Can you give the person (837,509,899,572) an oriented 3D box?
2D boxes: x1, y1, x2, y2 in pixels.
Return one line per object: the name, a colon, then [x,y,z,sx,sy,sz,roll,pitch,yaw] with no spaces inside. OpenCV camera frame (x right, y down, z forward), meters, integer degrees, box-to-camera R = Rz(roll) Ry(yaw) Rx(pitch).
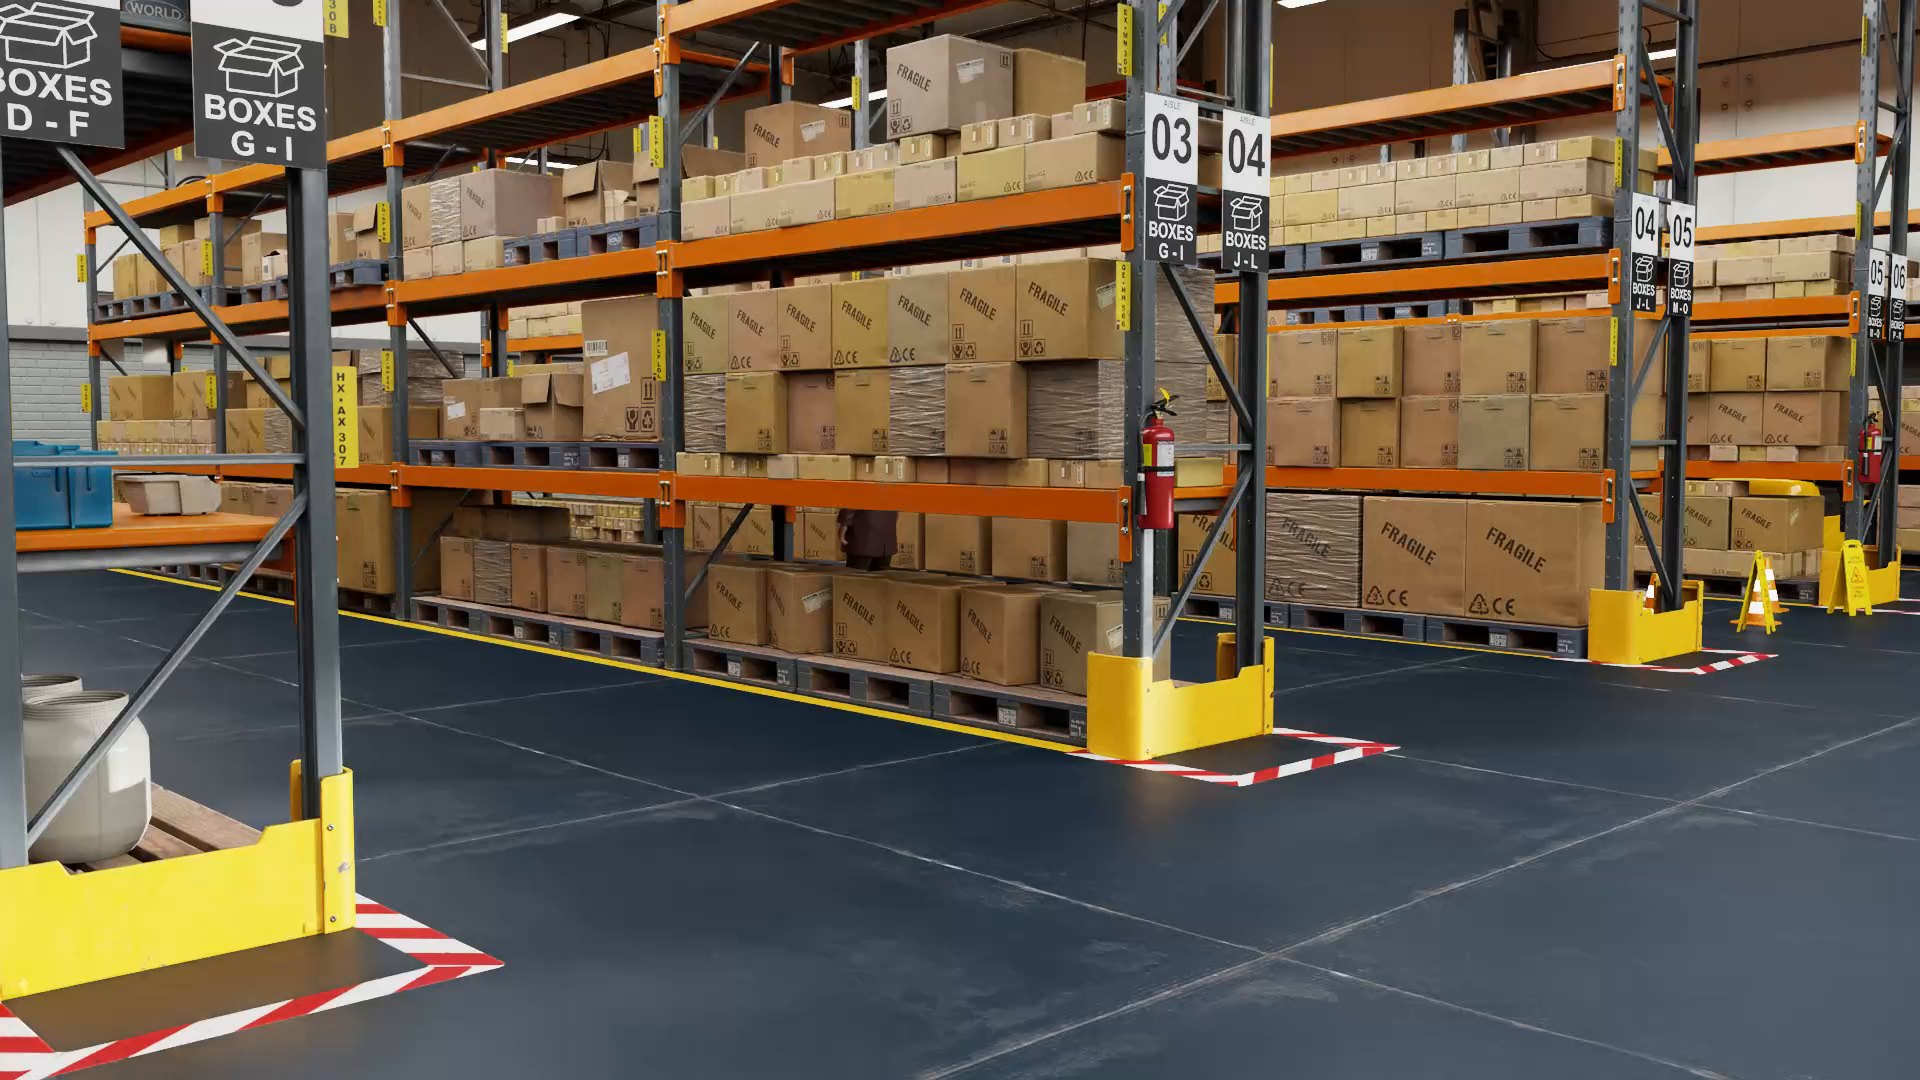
person: [-0.685,-0.120,12.536,0.426,1.774,0.642,3,5,37]
